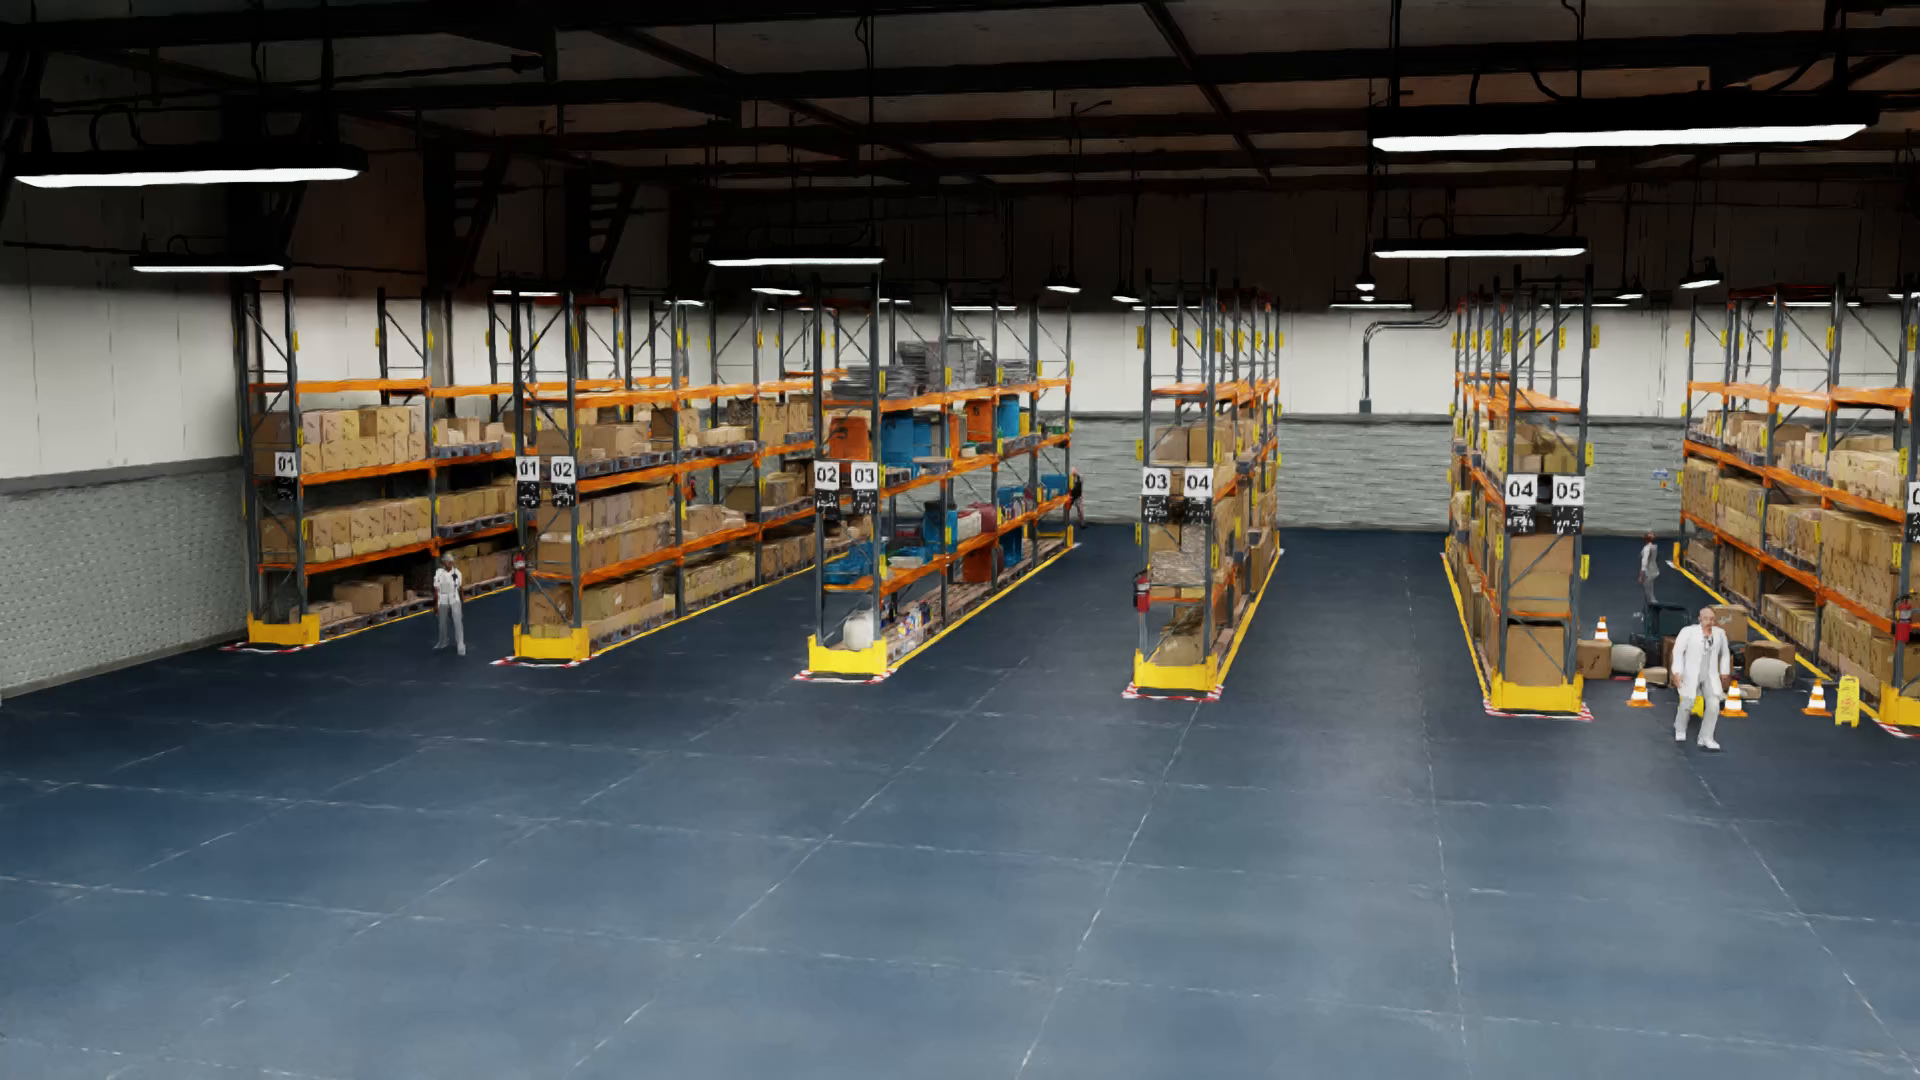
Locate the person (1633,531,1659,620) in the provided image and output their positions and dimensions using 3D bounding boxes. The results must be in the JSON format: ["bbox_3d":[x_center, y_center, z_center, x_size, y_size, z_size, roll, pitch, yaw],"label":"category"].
[{"bbox_3d":[12.337,0.631,29.828,0.511,1.596,0.494,6,9,42],"label":"person"}]

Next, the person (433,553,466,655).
[{"bbox_3d":[-8.174,1.005,26.552,0.553,1.641,0.911,-2,7,-13],"label":"person"}]

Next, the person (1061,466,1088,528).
[{"bbox_3d":[3.019,-1.149,44.387,0.666,1.659,0.825,0,7,-4],"label":"person"}]

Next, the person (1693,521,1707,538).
[{"bbox_3d":[17.016,-0.399,38.097,0.392,1.670,0.579,-2,7,-17],"label":"person"}]

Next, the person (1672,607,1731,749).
[{"bbox_3d":[9.171,1.672,20.646,0.729,1.753,0.765,1,7,7],"label":"person"}]
